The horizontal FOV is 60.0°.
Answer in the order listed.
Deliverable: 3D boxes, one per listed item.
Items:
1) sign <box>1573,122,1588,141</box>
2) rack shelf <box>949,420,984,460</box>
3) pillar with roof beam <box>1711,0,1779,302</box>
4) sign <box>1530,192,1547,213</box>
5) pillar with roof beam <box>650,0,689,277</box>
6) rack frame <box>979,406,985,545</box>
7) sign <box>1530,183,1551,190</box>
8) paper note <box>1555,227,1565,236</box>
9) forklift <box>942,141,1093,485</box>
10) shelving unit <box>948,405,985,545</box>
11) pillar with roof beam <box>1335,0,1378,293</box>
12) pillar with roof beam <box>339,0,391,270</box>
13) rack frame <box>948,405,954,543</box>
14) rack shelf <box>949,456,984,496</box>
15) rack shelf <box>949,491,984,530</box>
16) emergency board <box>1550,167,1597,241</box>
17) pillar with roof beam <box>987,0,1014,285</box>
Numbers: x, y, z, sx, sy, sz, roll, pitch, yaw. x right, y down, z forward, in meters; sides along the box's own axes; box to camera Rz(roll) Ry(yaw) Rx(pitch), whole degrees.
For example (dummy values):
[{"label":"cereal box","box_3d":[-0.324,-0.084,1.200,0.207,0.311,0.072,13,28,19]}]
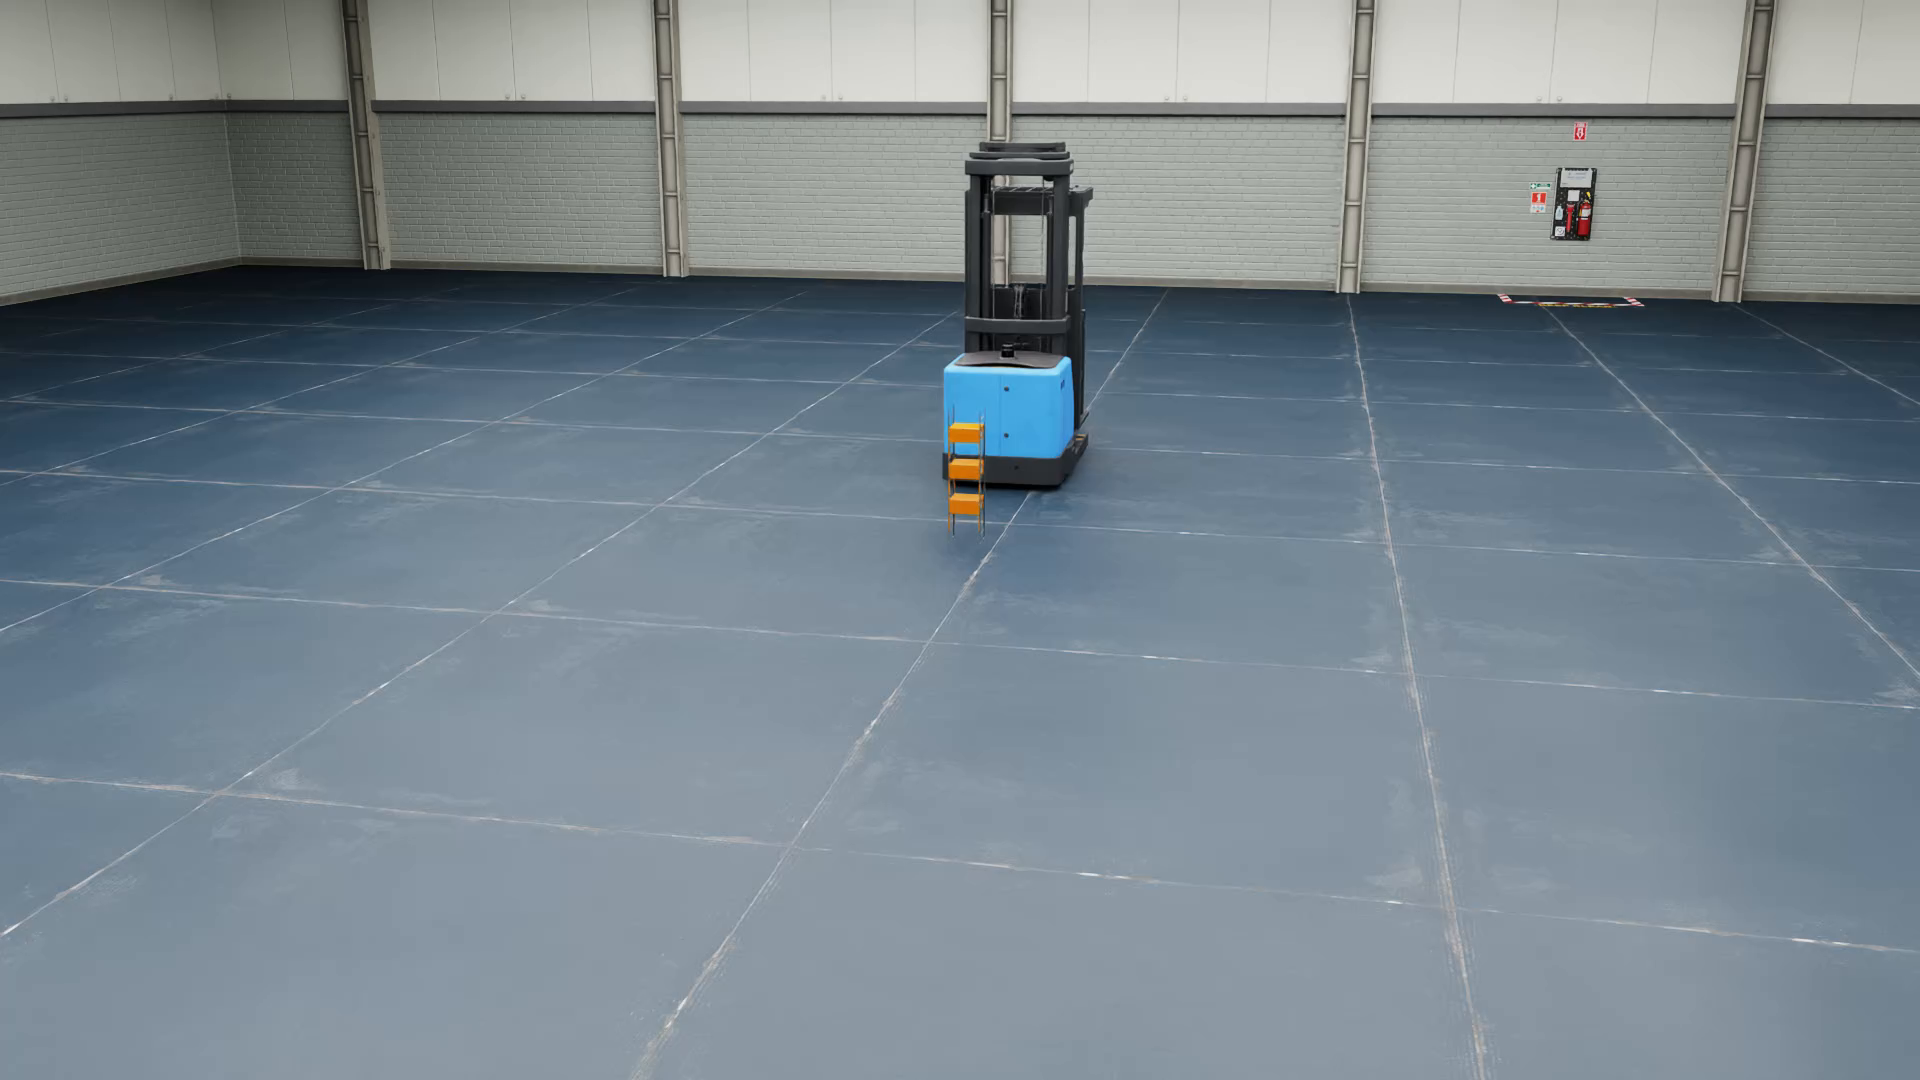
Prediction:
[{"label":"sign","box_3d":[10.042,-6.617,26.919,0.199,0.298,0.001,3,16,11]},{"label":"rack shelf","box_3d":[0.052,-0.766,12.769,0.240,0.259,0.215,3,16,11]},{"label":"pillar with roof beam","box_3d":[11.586,-7.097,21.756,0.400,9.000,9.100,3,16,11]},{"label":"sign","box_3d":[9.509,-5.547,27.332,0.234,0.329,0.001,3,16,11]},{"label":"pillar with roof beam","box_3d":[-6.053,-8.055,25.213,0.400,9.000,9.100,3,16,11]},{"label":"rack frame","box_3d":[0.172,-0.497,12.818,0.008,1.050,0.200,3,16,11]},{"label":"sign","box_3d":[9.512,-5.800,27.252,0.331,0.109,0.001,3,16,11]},{"label":"paper note","box_3d":[9.871,-5.077,27.350,0.142,0.148,0.016,3,16,11]},{"label":"forklift","box_3d":[0.634,-2.235,15.571,1.130,2.935,3.031,3,16,11]},{"label":"shelving unit","box_3d":[0.052,-0.503,12.842,0.252,1.050,0.215,3,16,11]},{"label":"pillar with roof beam","box_3d":[5.707,-7.416,22.908,0.400,9.000,9.100,3,16,11]},{"label":"pillar with roof beam","box_3d":[-11.932,-8.374,26.365,0.400,9.000,9.100,3,16,11]},{"label":"rack frame","box_3d":[-0.067,-0.510,12.865,0.008,1.050,0.200,3,16,11]},{"label":"rack shelf","box_3d":[0.052,-0.493,12.844,0.240,0.259,0.215,3,16,11]},{"label":"rack shelf","box_3d":[0.052,-0.225,12.919,0.240,0.259,0.215,3,16,11]},{"label":"emergency board","box_3d":[10.030,-5.474,27.133,0.643,1.169,0.194,3,16,11]},{"label":"pillar with roof beam","box_3d":[-0.173,-7.735,24.060,0.400,9.000,9.100,3,16,11]}]
